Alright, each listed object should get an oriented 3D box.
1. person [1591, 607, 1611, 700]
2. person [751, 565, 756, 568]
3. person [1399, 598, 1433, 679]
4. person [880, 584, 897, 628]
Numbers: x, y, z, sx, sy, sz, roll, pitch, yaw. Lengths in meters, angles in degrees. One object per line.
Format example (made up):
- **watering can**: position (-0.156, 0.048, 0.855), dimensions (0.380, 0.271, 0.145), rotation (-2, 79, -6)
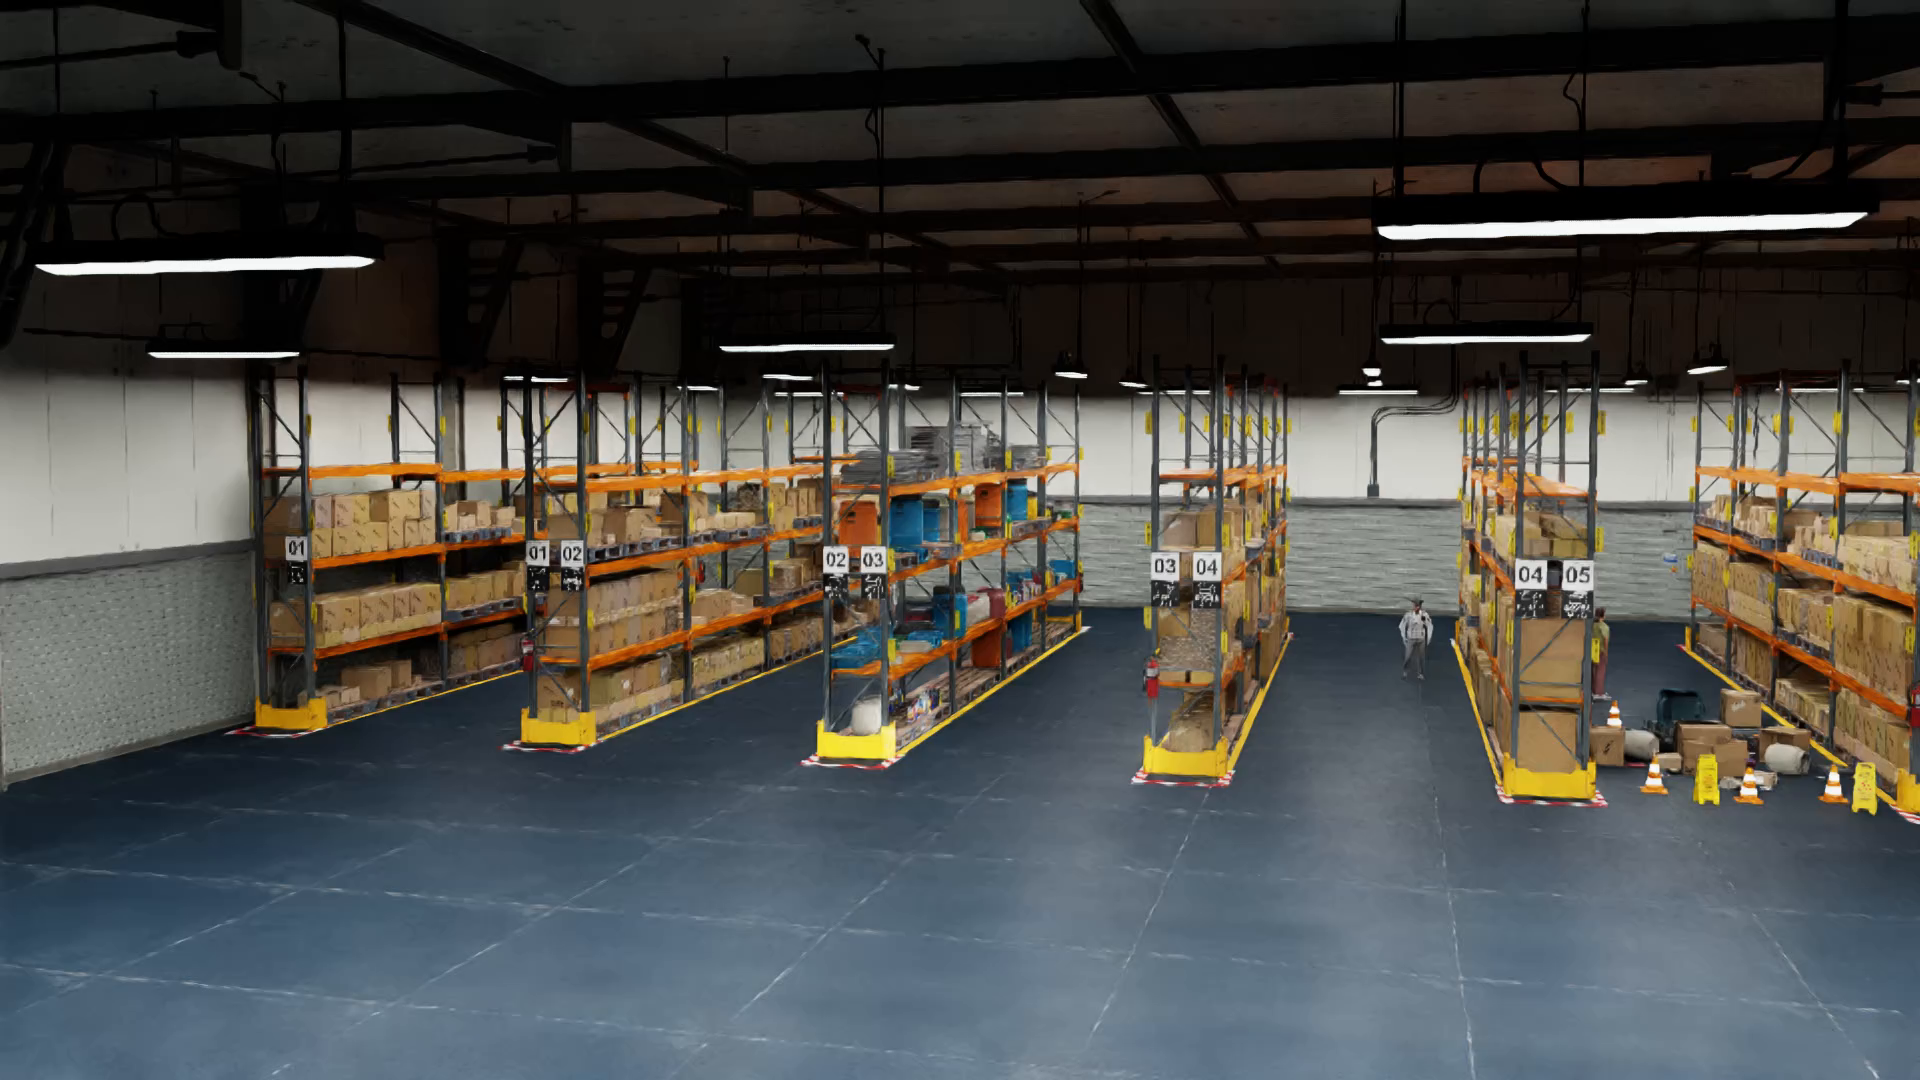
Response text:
- **person**: position (11.722, 2.064, 30.405), dimensions (0.440, 1.660, 0.498), rotation (-1, 4, -17)
- **person**: position (-4.909, 1.413, 40.349), dimensions (0.639, 1.632, 0.512), rotation (1, 4, 12)
- **person**: position (8.985, 1.936, 32.760), dimensions (0.639, 1.632, 0.512), rotation (1, 4, 12)
- **person**: position (-1.665, 1.555, 38.799), dimensions (0.415, 1.517, 1.041), rotation (1, 4, 12)
